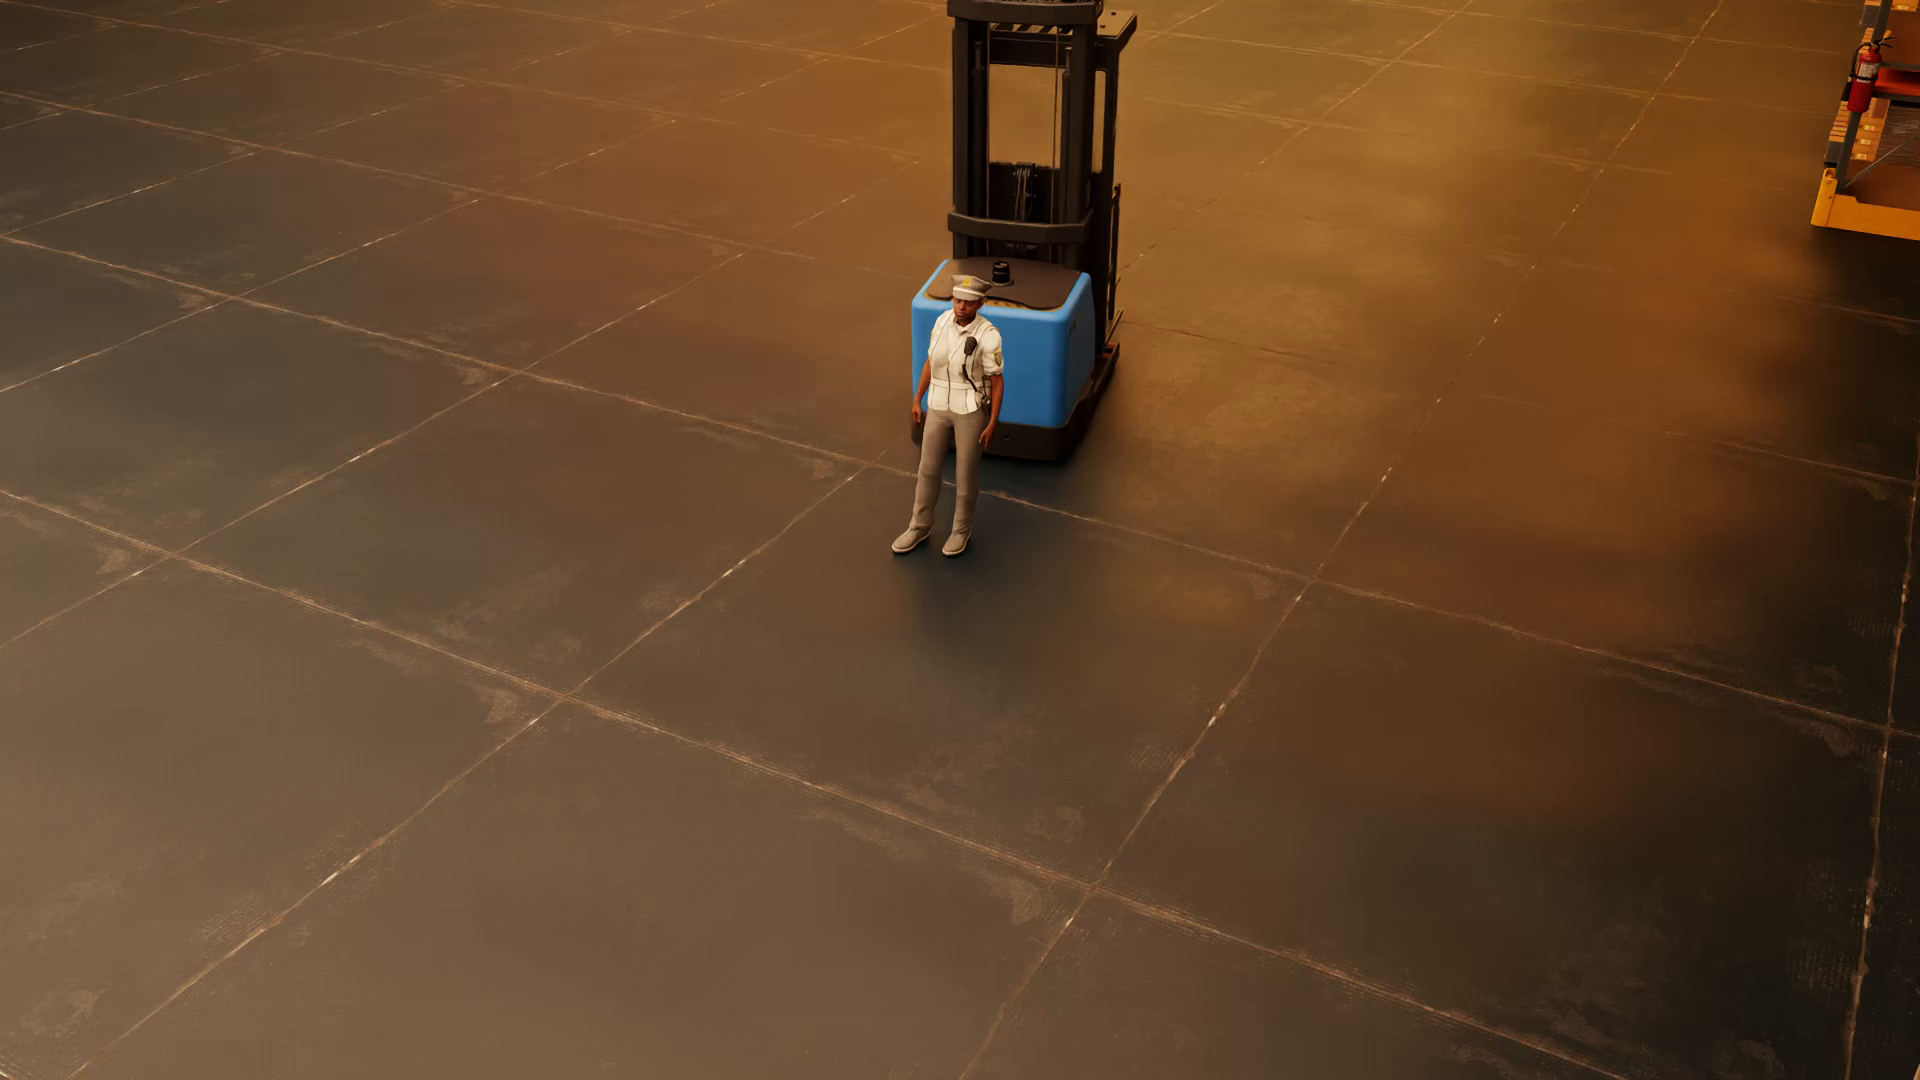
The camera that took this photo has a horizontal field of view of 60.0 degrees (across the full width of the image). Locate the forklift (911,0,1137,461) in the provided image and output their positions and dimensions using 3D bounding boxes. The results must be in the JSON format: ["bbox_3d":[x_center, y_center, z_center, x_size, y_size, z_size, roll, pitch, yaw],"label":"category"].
[{"bbox_3d":[0.552,-2.502,11.406,1.130,2.935,3.031,8,31,13],"label":"forklift"}]

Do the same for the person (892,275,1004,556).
[{"bbox_3d":[-0.053,-0.711,9.528,0.570,1.692,0.530,15,33,25],"label":"person"}]
